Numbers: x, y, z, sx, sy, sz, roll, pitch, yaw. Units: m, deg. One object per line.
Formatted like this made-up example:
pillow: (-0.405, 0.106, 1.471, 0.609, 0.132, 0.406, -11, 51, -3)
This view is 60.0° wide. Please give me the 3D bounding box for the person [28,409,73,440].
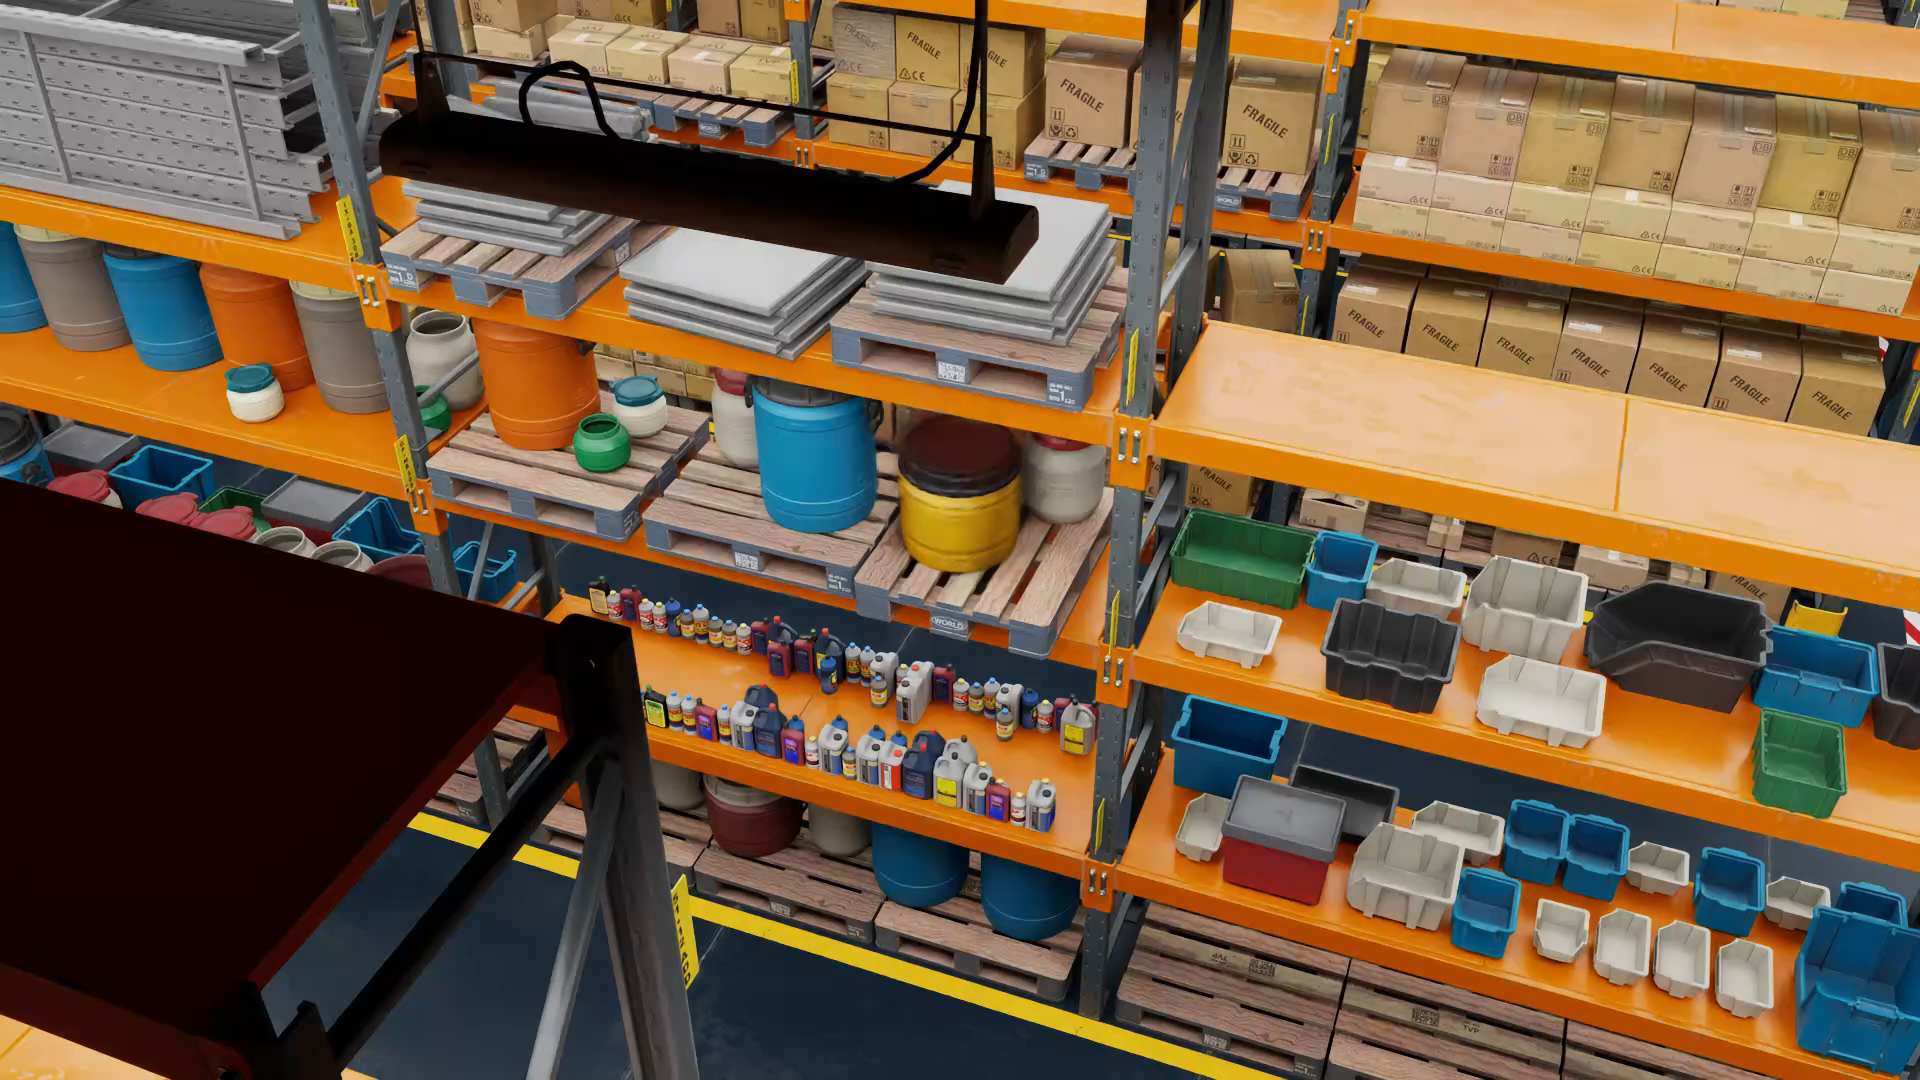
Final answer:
person: (-7.159, -1.005, 13.383, 0.593, 1.653, 0.495, 2, 37, 3)
